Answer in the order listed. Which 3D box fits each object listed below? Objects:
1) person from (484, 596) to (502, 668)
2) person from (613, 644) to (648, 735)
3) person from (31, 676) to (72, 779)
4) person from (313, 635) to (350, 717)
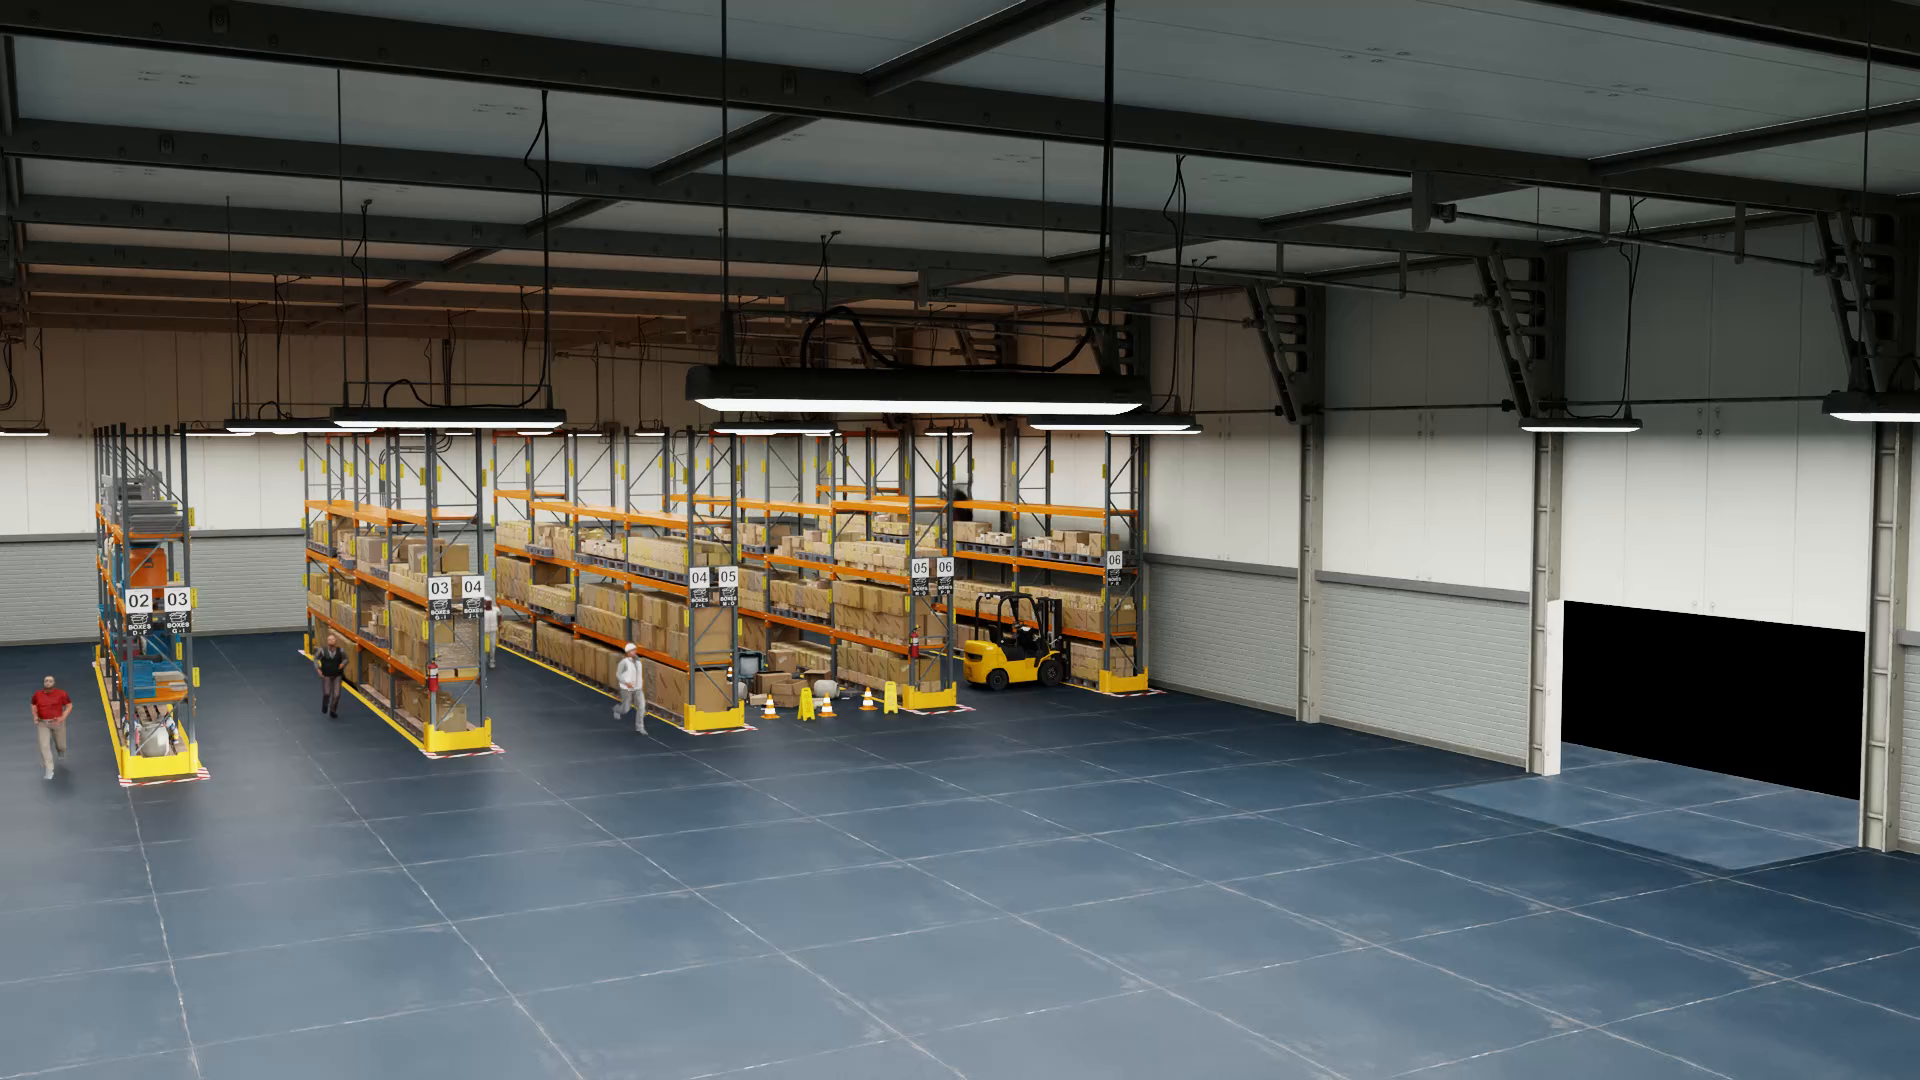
[{"bbox_3d":[-11.870,2.302,41.887,0.709,1.772,0.970,-1,4,-23],"label":"person"},{"bbox_3d":[-6.451,2.903,32.577,0.643,1.759,0.998,-3,5,-42],"label":"person"},{"bbox_3d":[-15.547,3.177,28.467,0.643,1.719,1.018,-2,4,-25],"label":"person"},{"bbox_3d":[-12.891,2.808,34.152,0.703,1.691,0.542,-2,4,-26],"label":"person"}]
